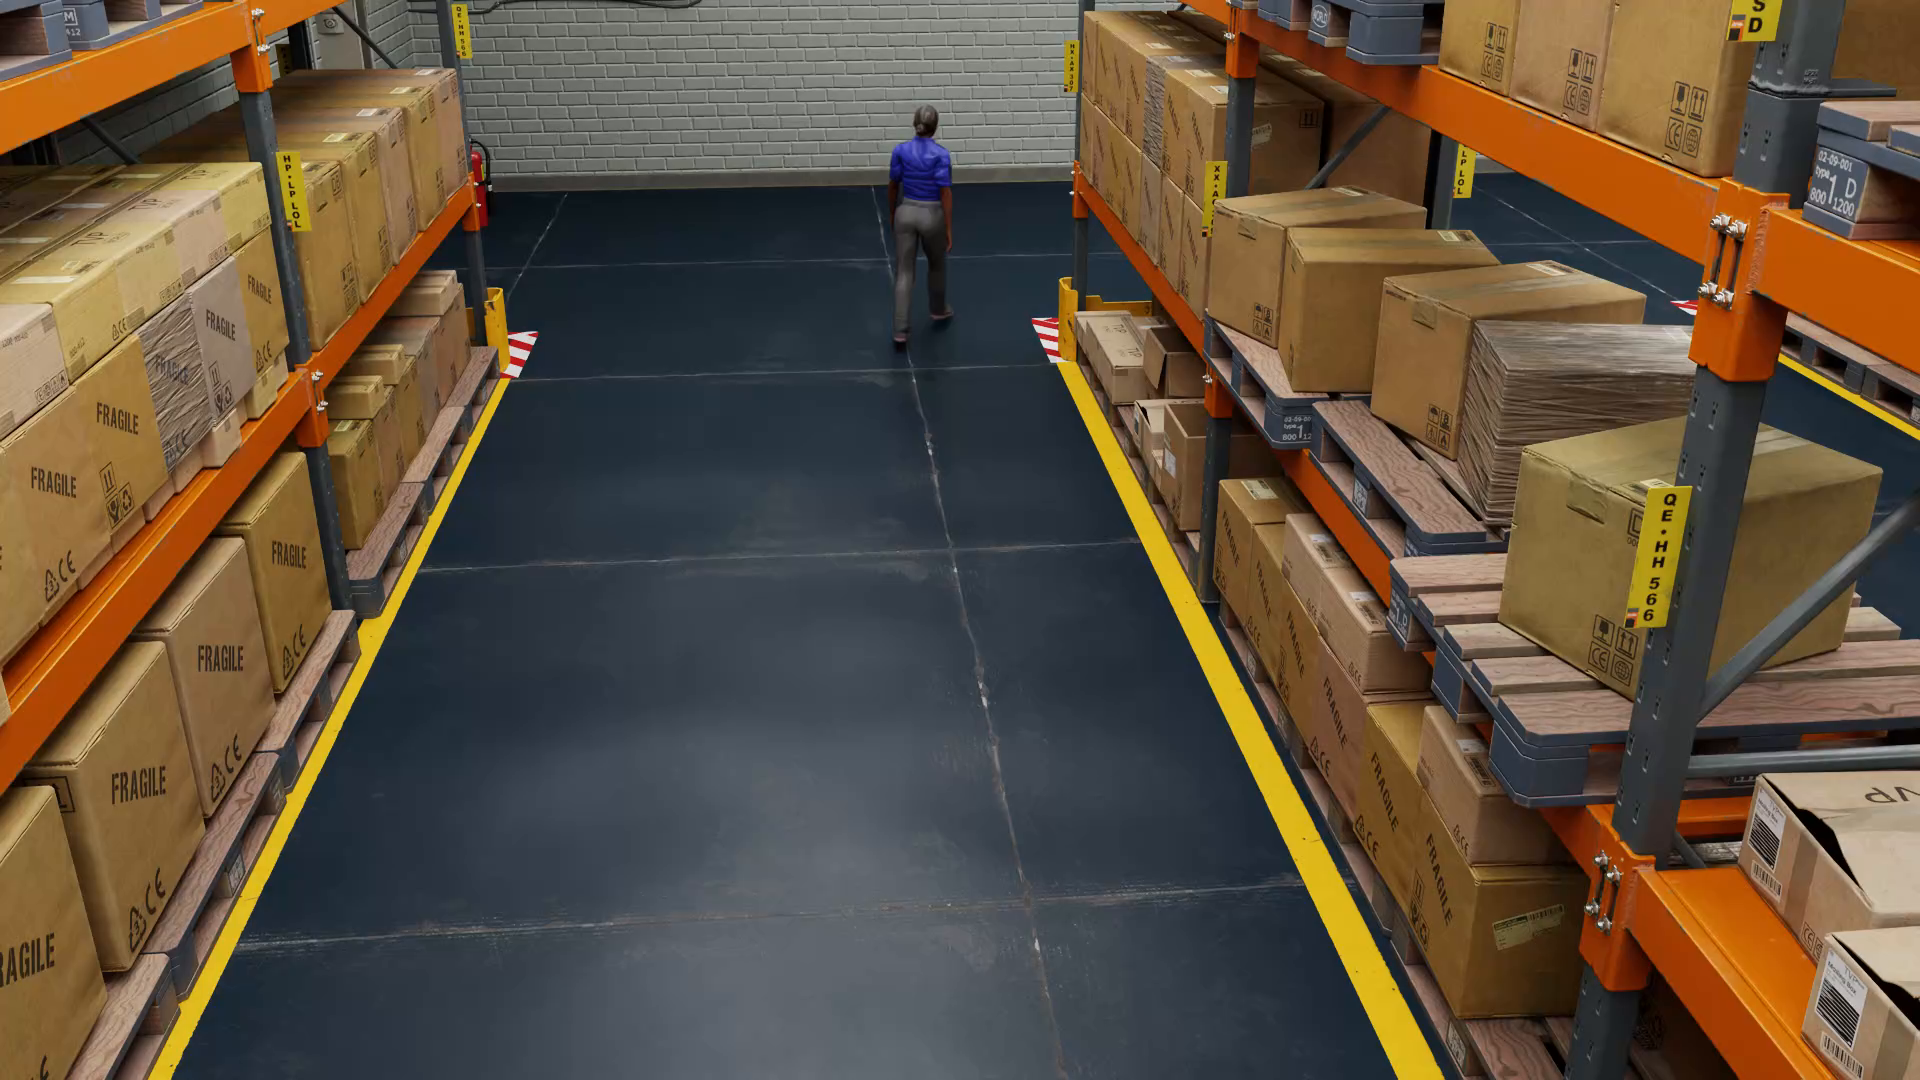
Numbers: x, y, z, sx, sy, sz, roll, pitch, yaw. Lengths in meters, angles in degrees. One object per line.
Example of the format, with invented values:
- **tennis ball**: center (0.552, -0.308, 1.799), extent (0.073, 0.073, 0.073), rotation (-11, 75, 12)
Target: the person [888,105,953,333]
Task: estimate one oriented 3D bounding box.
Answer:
- **person**: center (-0.275, -2.244, 11.599), extent (0.501, 1.535, 0.808), rotation (4, 24, 9)
